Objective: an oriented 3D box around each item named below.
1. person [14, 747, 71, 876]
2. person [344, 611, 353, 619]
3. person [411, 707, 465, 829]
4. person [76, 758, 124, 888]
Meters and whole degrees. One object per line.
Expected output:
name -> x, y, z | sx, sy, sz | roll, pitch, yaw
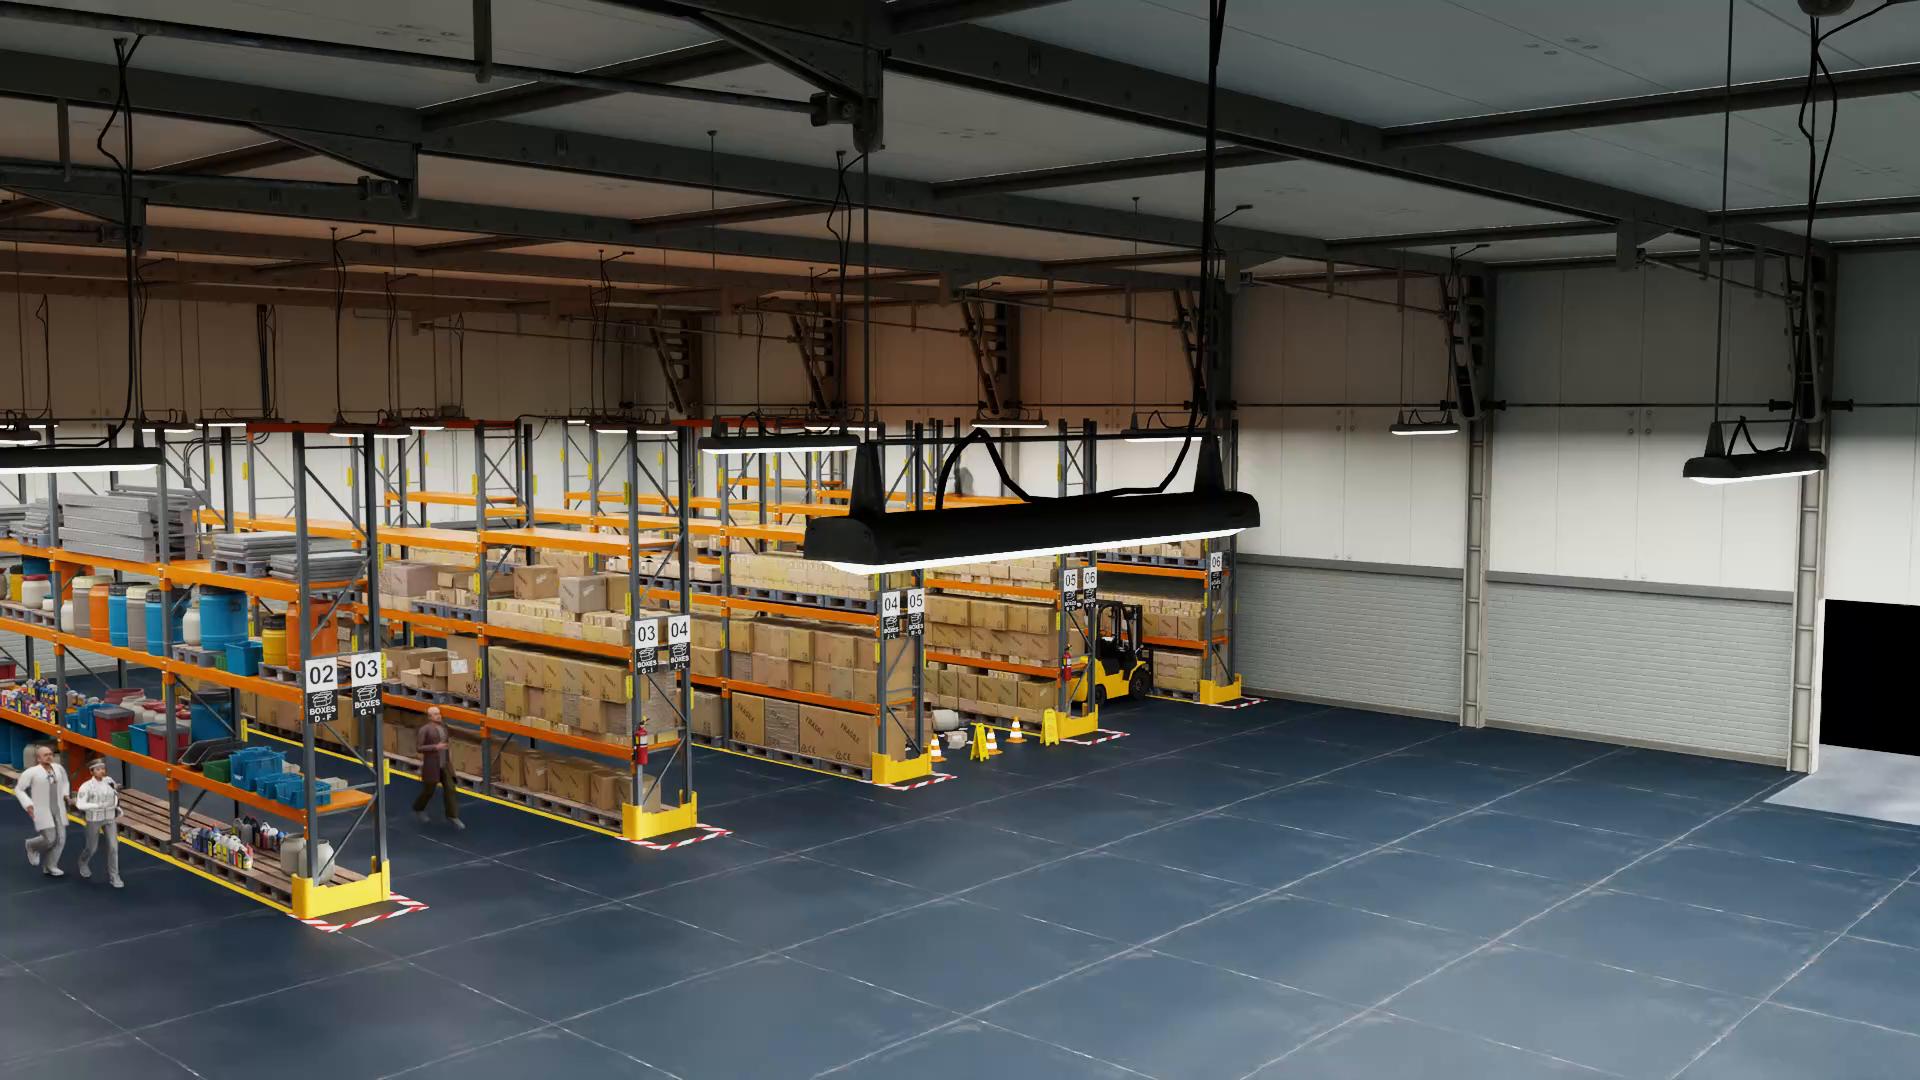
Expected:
person -> -12.297, 3.644, 22.385 | 0.636, 1.735, 0.712 | 3, 5, 31
person -> -13.859, 2.415, 37.496 | 0.679, 1.782, 0.651 | -2, 5, -25
person -> -7.846, 3.387, 24.867 | 0.986, 1.808, 0.701 | 3, 6, 33
person -> -11.310, 3.685, 21.848 | 0.928, 1.674, 0.580 | 4, 6, 39
